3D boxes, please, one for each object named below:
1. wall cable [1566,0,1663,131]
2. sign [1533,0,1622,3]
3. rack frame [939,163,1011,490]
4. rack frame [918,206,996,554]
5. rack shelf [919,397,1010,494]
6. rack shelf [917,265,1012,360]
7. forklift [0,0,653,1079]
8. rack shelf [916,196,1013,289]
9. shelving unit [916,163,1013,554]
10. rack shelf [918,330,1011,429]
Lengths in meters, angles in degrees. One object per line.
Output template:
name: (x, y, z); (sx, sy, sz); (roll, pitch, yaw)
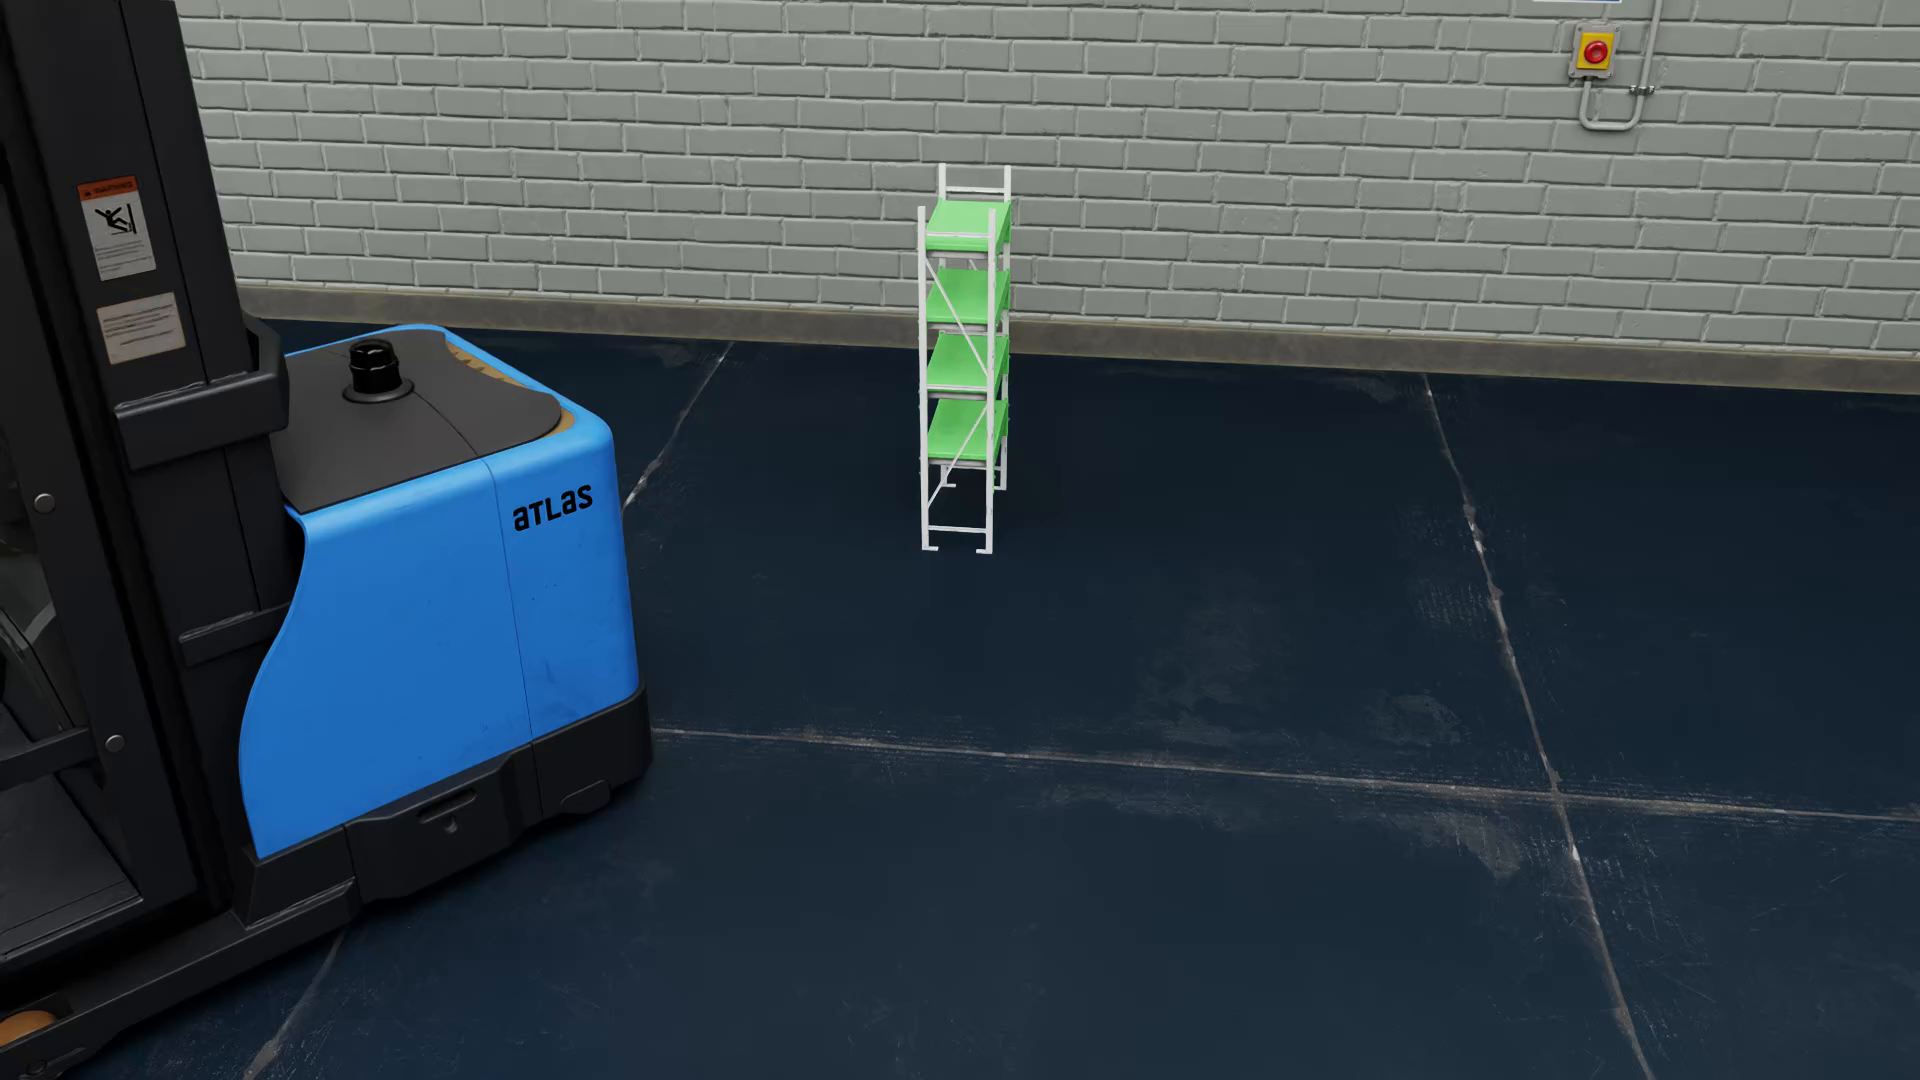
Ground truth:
wall cable: (2.390, -2.454, 6.038); (0.585, 1.953, 0.123); (3, 28, 6)
sign: (2.349, -2.144, 6.281); (0.327, 0.218, 0.001); (3, 28, 6)
rack frame: (0.050, -0.721, 5.823); (0.240, 1.200, 0.015); (3, 28, 6)
rack frame: (-0.010, -0.491, 5.397); (0.240, 1.200, 0.015); (3, 28, 6)
rack shelf: (0.020, -0.339, 5.754); (0.258, 0.148, 0.480); (3, 28, 6)
rack shelf: (0.020, -0.761, 5.527); (0.258, 0.148, 0.480); (3, 28, 6)
forklift: (-2.261, -0.329, 3.271); (3.031, 2.935, 1.130); (-23, 36, -36)
rack shelf: (0.020, -0.972, 5.413); (0.258, 0.148, 0.480); (3, 28, 6)
shelving unit: (0.020, -0.606, 5.610); (0.258, 1.200, 0.503); (3, 28, 6)
rack shelf: (0.020, -0.550, 5.640); (0.258, 0.148, 0.480); (3, 28, 6)
